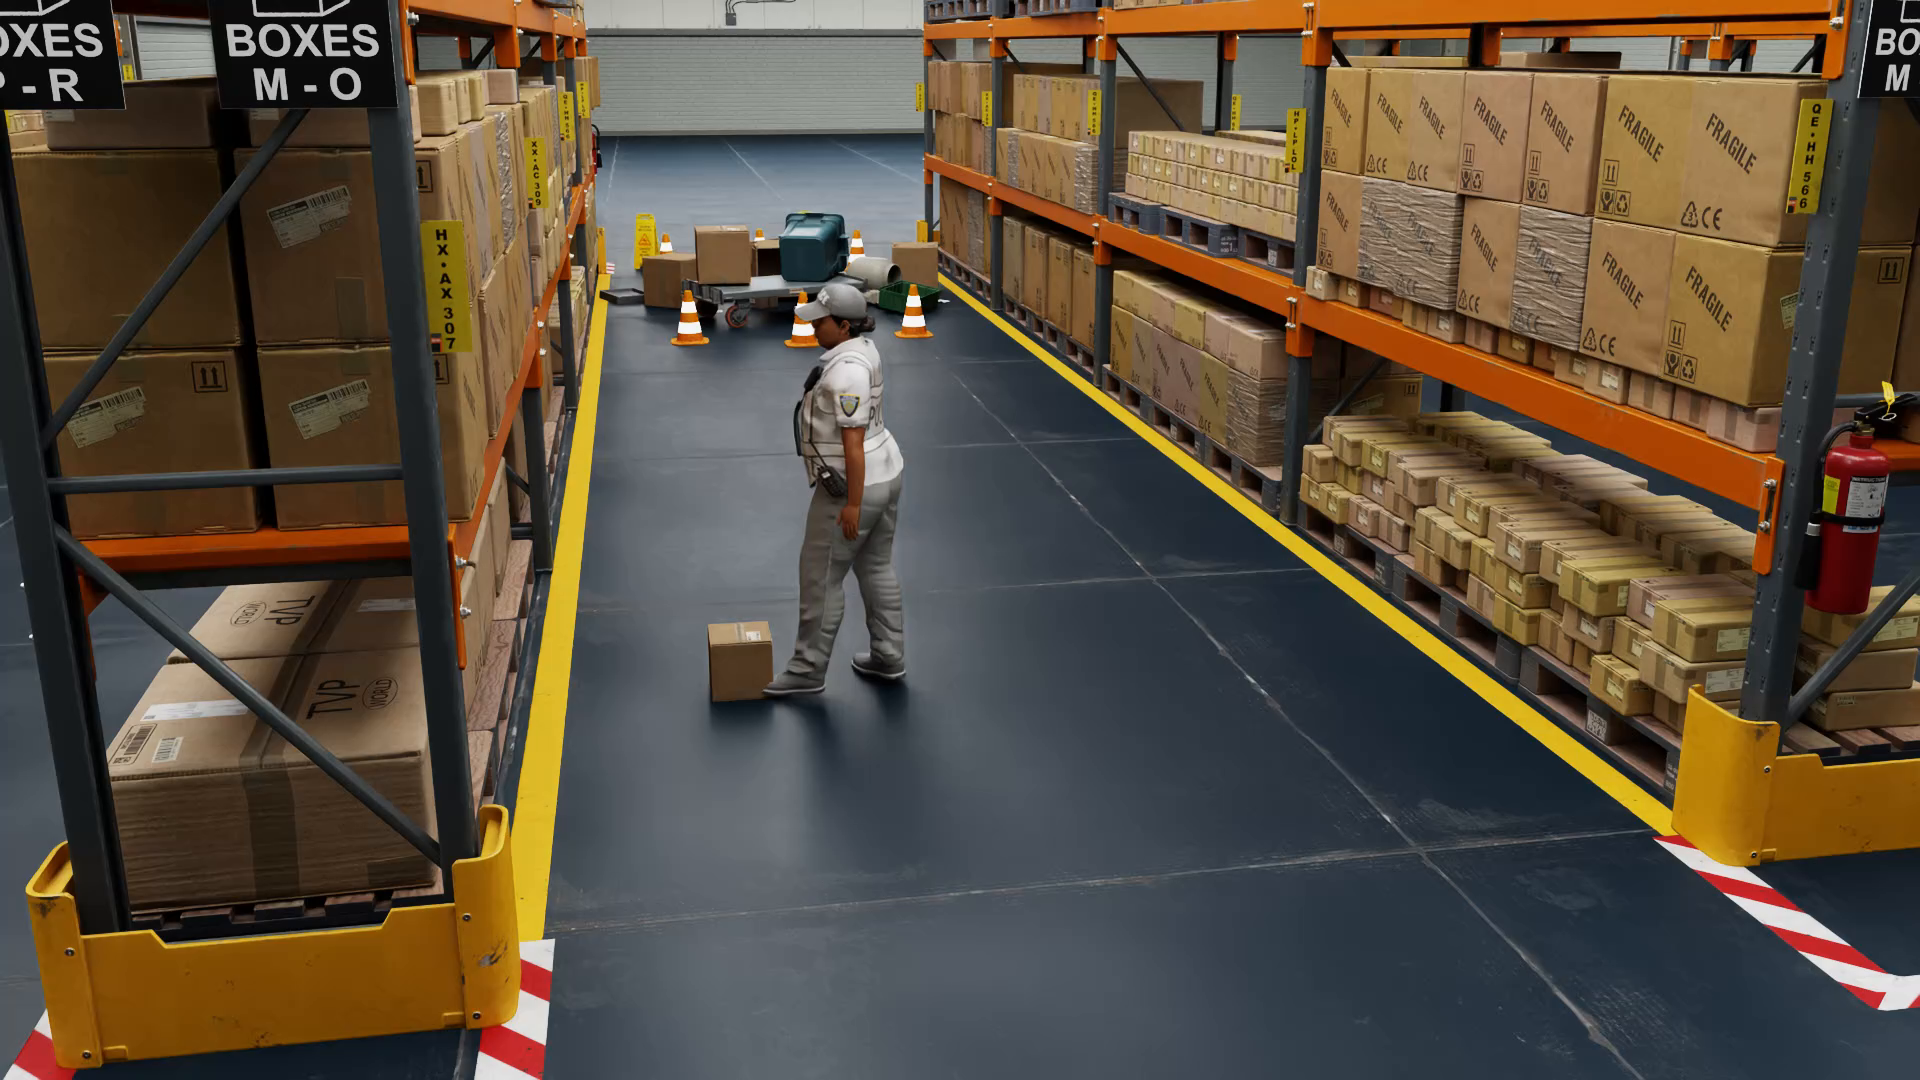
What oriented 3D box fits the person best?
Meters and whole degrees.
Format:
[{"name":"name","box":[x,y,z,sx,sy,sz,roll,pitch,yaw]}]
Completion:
[{"name":"person","box":[-0.522,-0.213,6.731,0.586,1.654,0.537,3,17,11]}]
